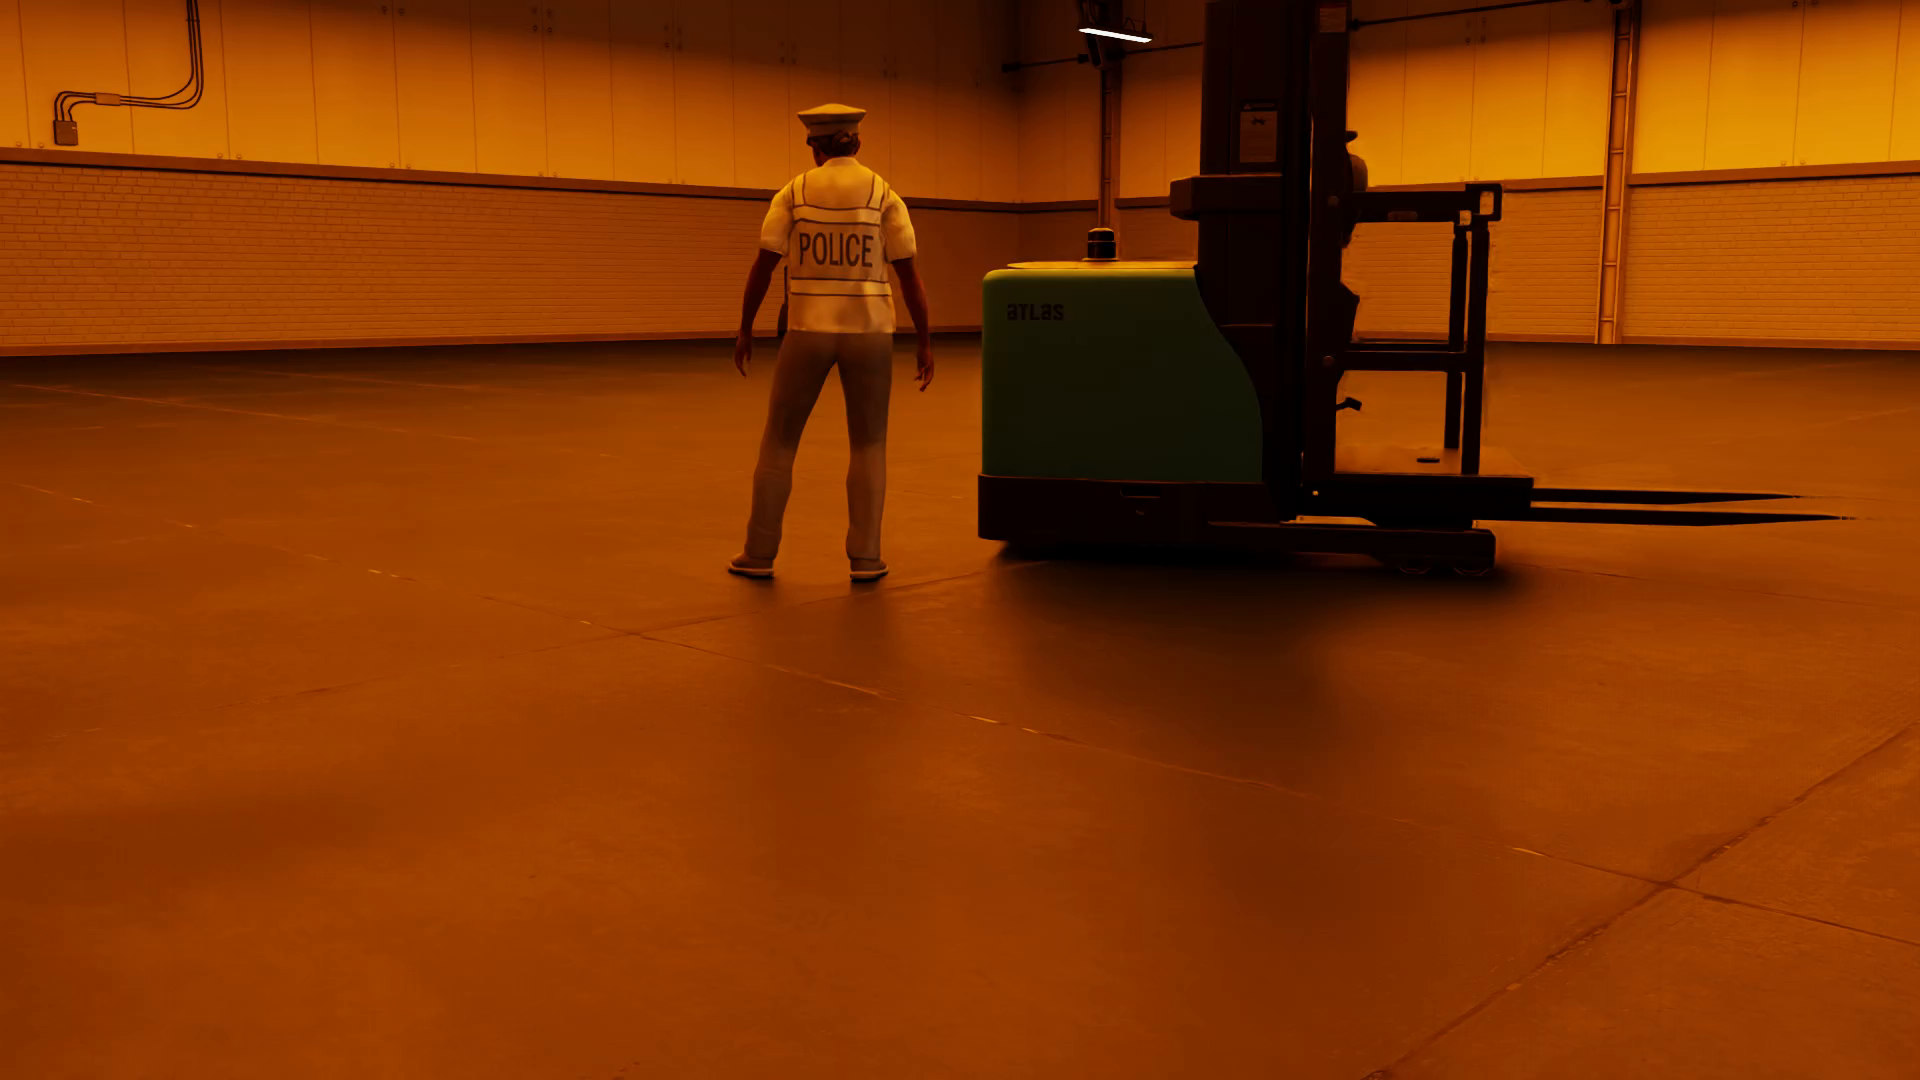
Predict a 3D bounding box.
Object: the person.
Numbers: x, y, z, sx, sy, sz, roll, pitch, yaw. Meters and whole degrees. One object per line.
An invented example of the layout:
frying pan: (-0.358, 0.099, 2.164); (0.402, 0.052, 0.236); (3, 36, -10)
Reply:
person: (-0.456, -0.683, 5.783); (0.727, 1.636, 0.377); (-1, 9, -4)

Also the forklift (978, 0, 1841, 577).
forklift: (1.641, -1.406, 6.211); (3.031, 2.935, 1.130); (2, 9, 13)
